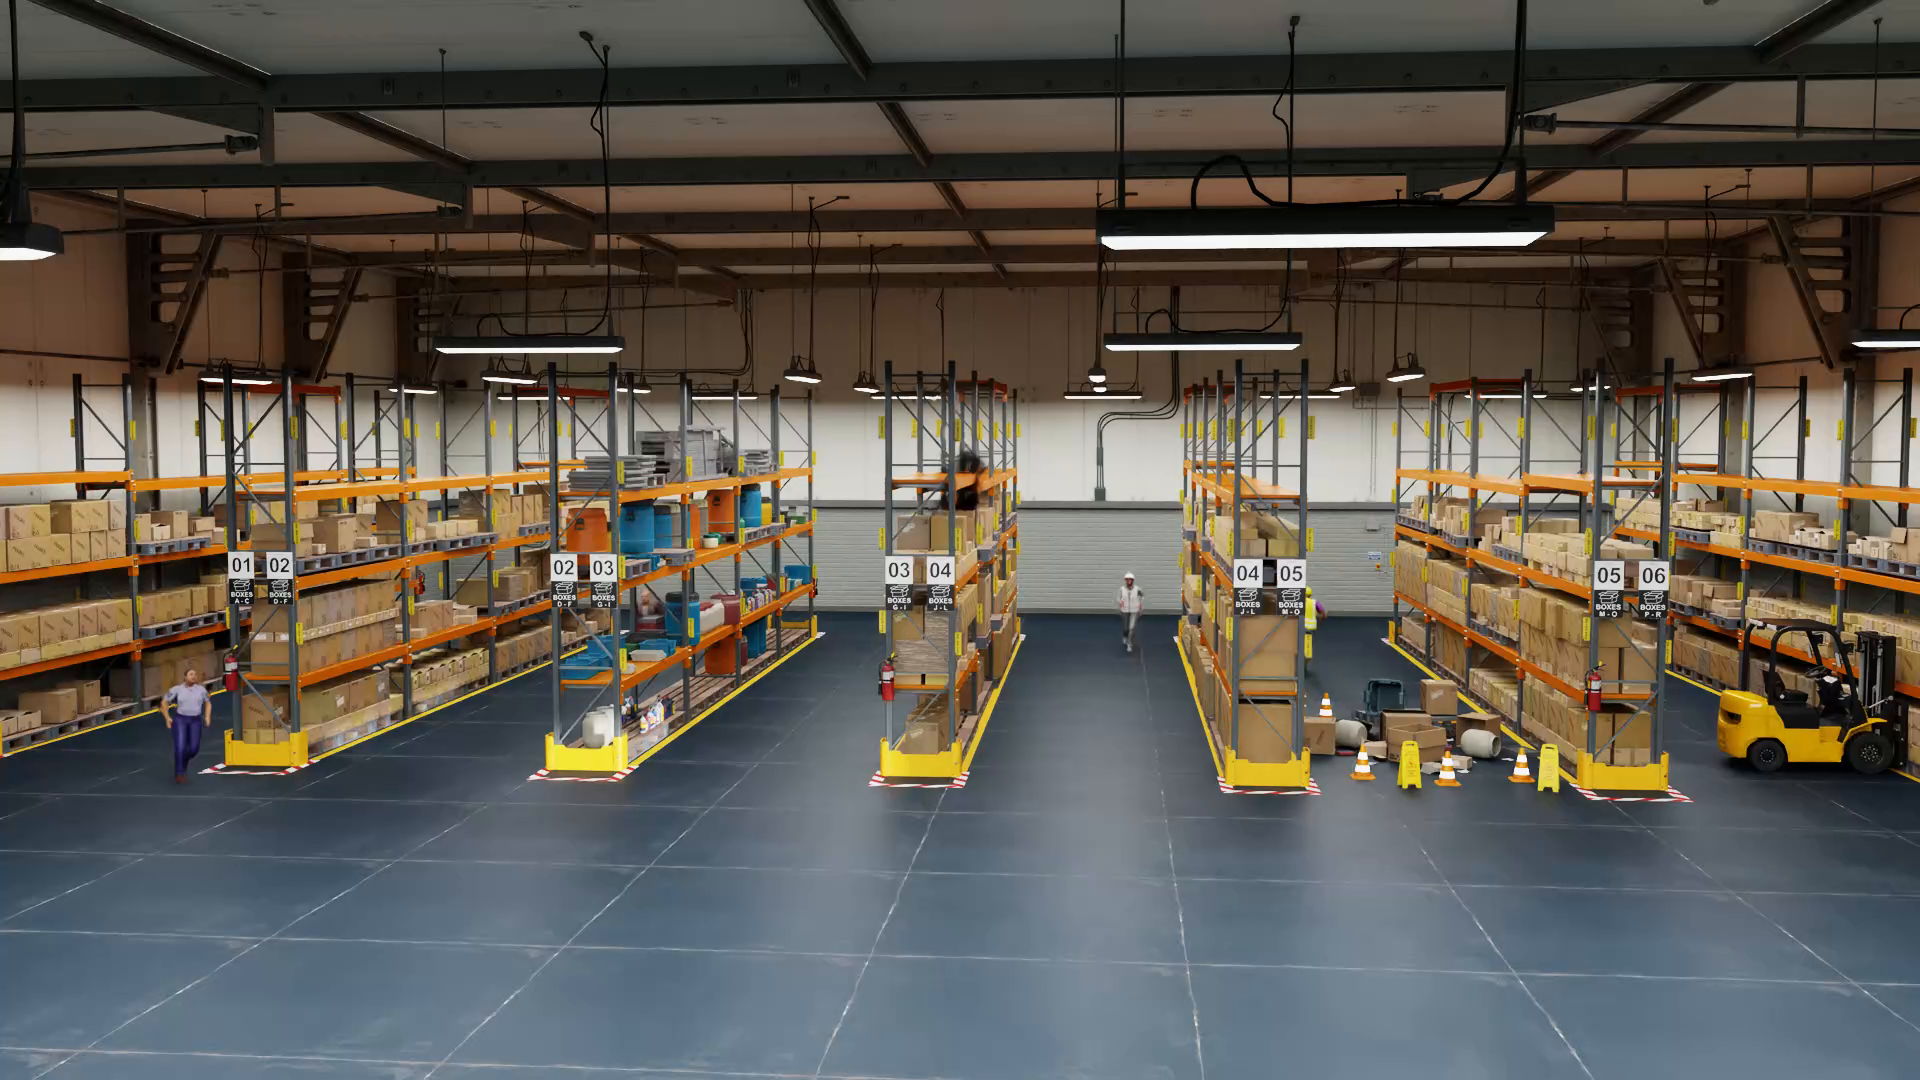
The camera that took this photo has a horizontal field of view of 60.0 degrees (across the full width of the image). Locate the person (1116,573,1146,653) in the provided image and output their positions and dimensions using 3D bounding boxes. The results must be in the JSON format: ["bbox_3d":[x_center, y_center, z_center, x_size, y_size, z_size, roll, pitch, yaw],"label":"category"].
[{"bbox_3d":[3.887,1.640,37.892,0.670,1.775,0.896,1,4,12],"label":"person"}]

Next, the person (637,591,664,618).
[{"bbox_3d":[-6.398,1.900,34.017,0.702,1.743,0.846,0,4,-1],"label":"person"}]

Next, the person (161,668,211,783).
[{"bbox_3d":[-11.099,2.648,23.900,0.660,1.605,0.544,-3,5,-36],"label":"person"}]

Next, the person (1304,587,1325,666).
[{"bbox_3d":[7.233,1.856,34.759,0.726,1.750,0.911,0,4,4],"label":"person"}]
